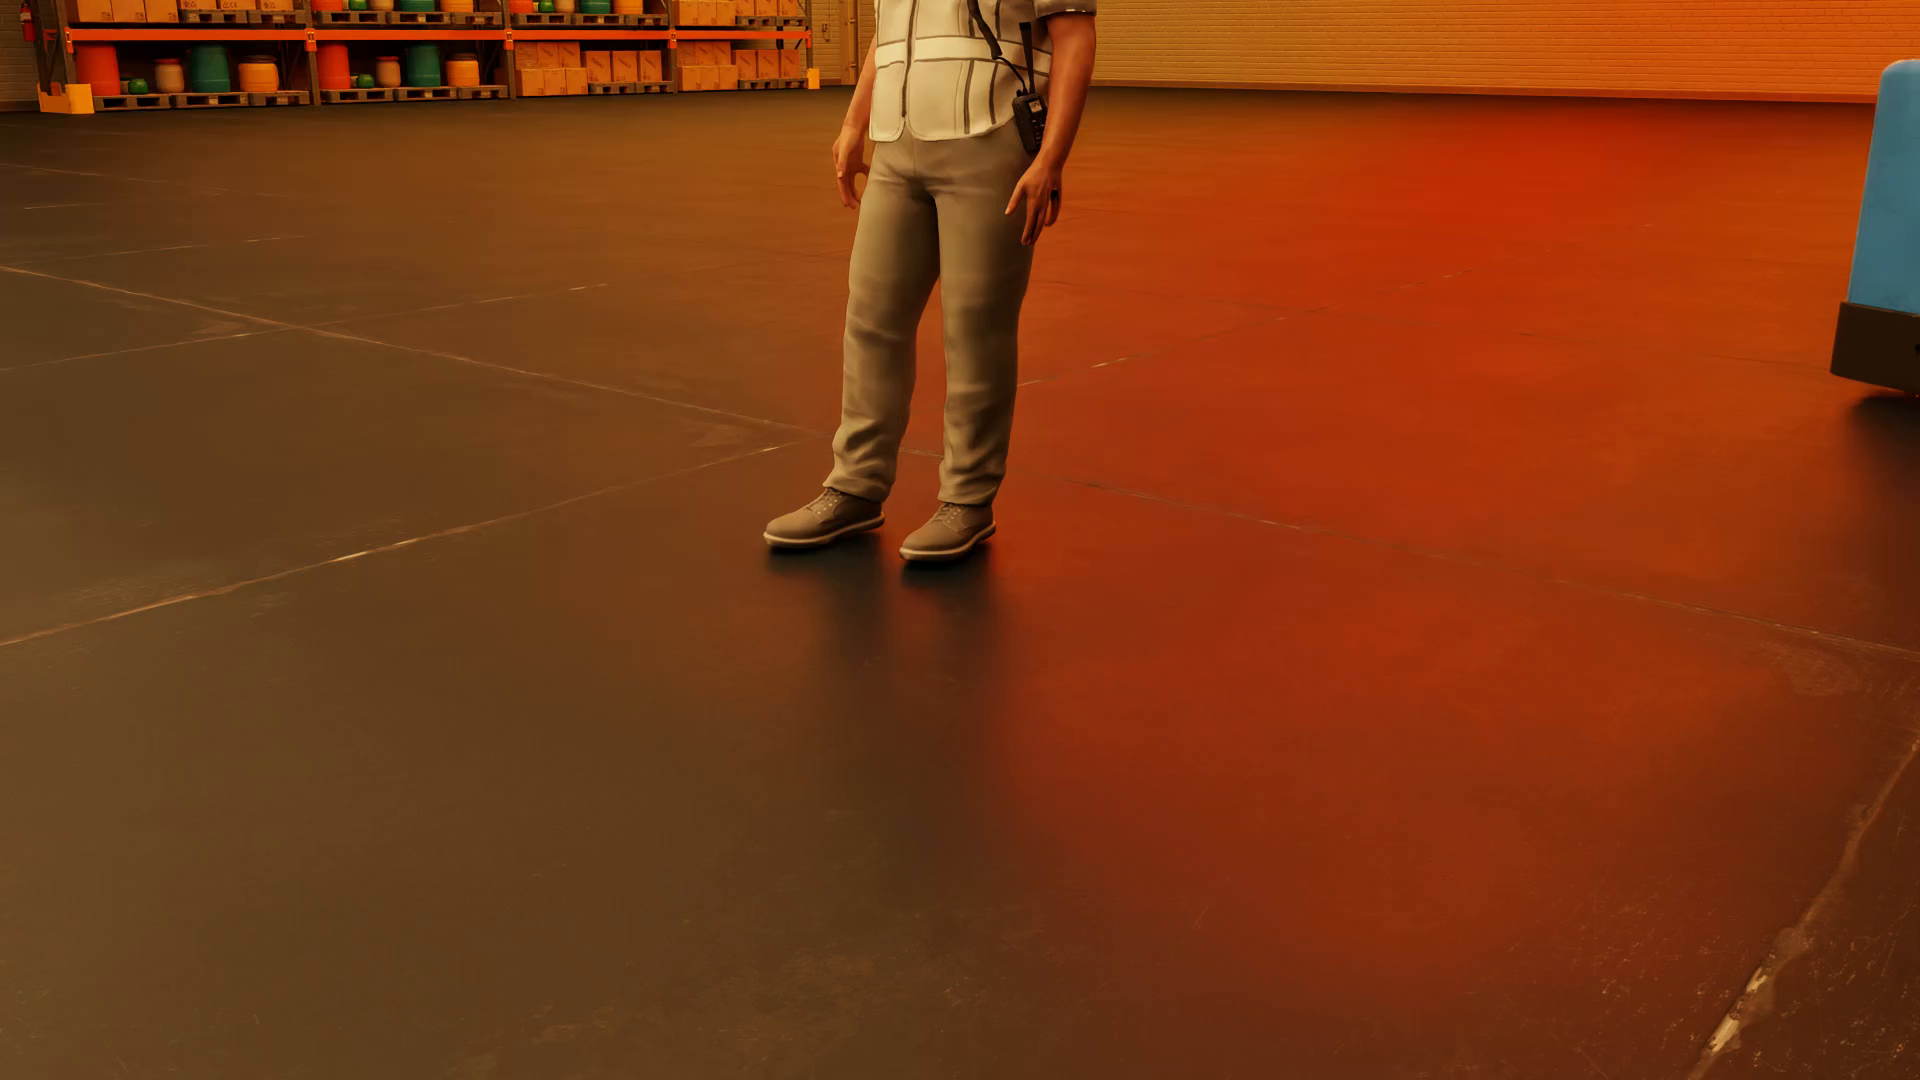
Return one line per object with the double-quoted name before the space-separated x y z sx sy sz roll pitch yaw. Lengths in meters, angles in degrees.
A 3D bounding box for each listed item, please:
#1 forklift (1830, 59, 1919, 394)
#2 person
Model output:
"forklift" 4.453 -1.910 5.189 3.031 2.935 1.130 -6 18 -20
"person" -0.059 -0.844 3.631 0.640 1.781 0.575 13 21 37
